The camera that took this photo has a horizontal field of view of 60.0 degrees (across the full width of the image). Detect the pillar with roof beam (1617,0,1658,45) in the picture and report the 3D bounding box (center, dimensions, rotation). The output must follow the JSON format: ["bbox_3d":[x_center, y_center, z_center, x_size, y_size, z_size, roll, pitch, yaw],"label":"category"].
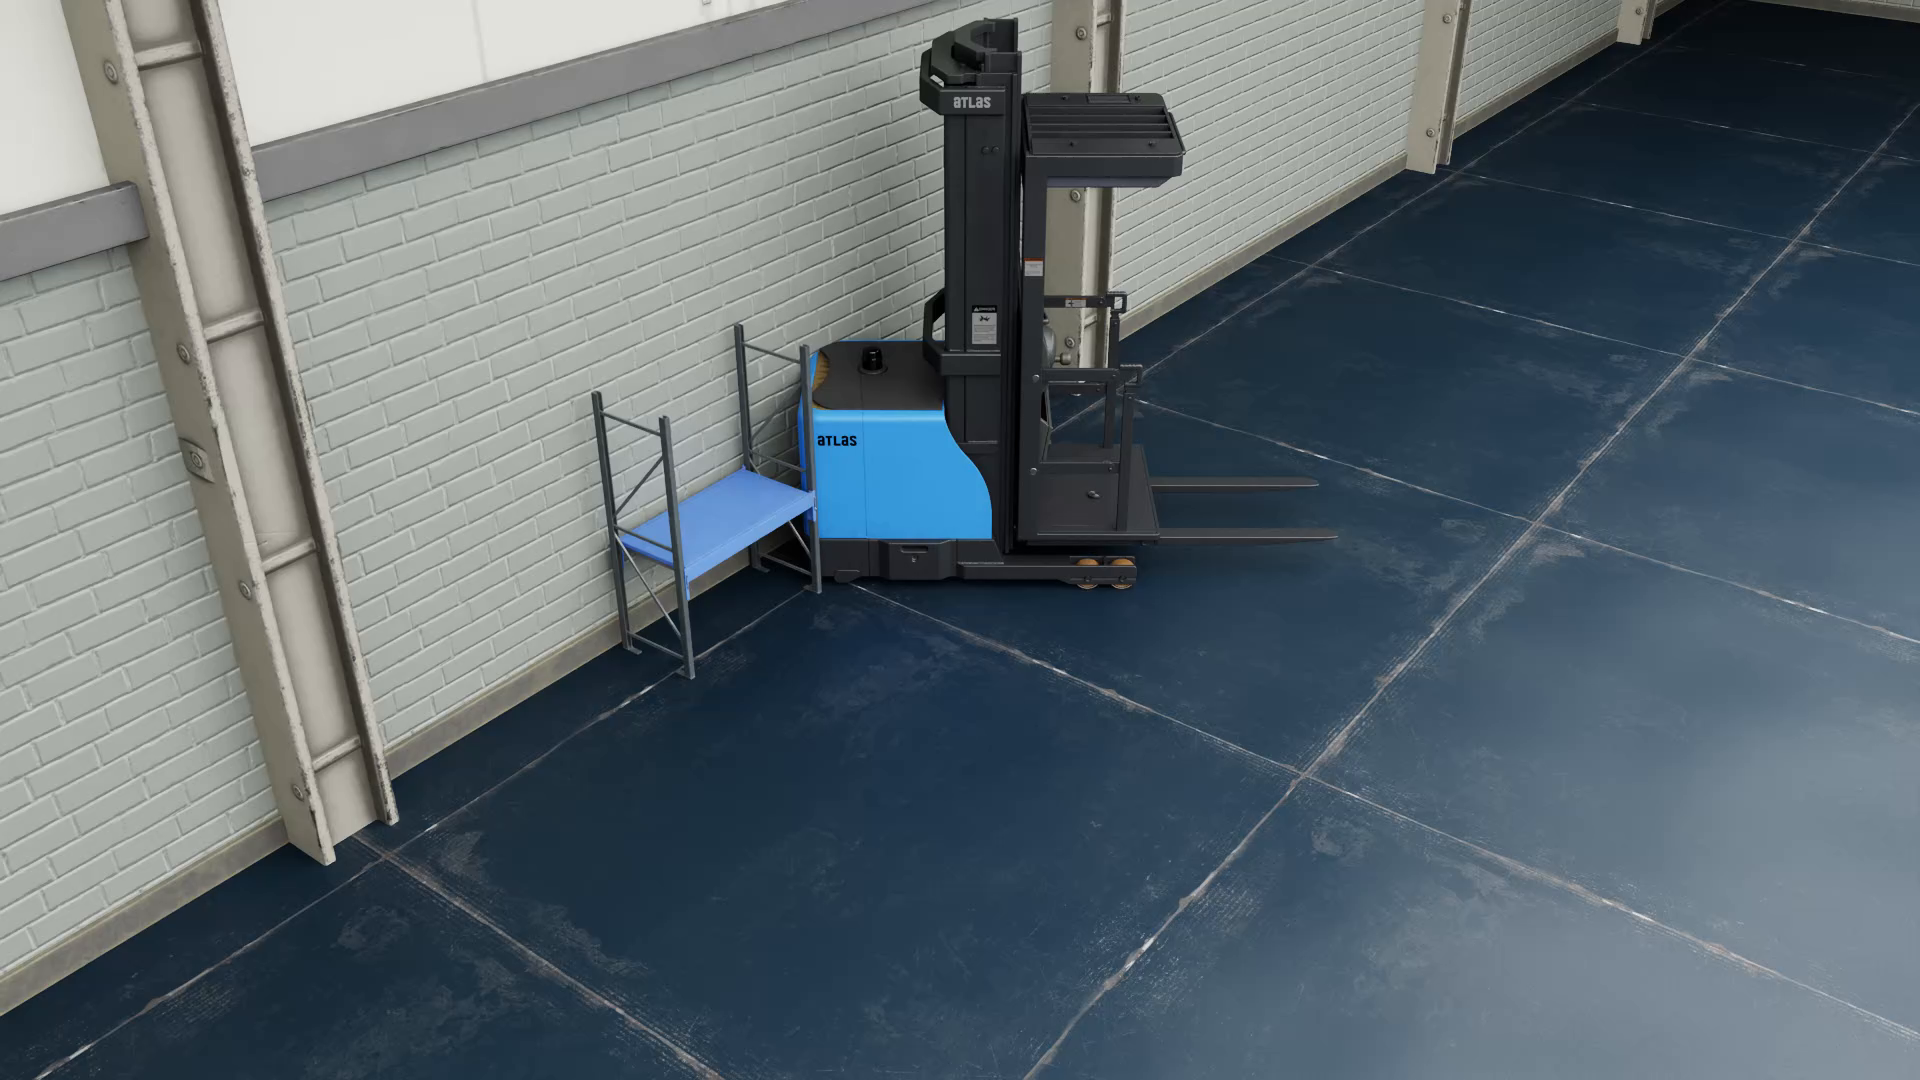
[{"bbox_3d":[11.484,-8.545,15.399,9.100,9.000,0.400,21,37,31],"label":"pillar with roof beam"}]

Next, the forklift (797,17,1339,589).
[{"bbox_3d":[0.630,-1.260,9.058,3.031,2.935,1.130,0,31,0],"label":"forklift"}]

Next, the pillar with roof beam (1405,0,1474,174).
[{"bbox_3d":[7.862,-6.106,11.284,9.100,9.000,0.400,21,37,31],"label":"pillar with roof beam"}]

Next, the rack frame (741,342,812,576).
[{"bbox_3d":[-0.986,-0.423,9.050,0.475,1.308,0.013,20,36,30],"label":"rack frame"}]

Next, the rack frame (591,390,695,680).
[{"bbox_3d":[-1.582,-0.003,8.341,0.500,1.500,0.032,20,36,30],"label":"rack frame"}]

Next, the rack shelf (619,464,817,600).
[{"bbox_3d":[-1.283,-0.058,8.786,0.538,0.185,1.000,20,36,30],"label":"rack shelf"}]

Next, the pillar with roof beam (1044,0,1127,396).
[{"bbox_3d":[4.240,-3.667,7.169,9.100,9.000,0.400,21,37,31],"label":"pillar with roof beam"}]

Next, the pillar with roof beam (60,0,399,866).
[{"bbox_3d":[0.619,-1.229,3.054,9.100,9.000,0.400,21,37,31],"label":"pillar with roof beam"}]

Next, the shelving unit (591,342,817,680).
[{"bbox_3d":[-1.286,-0.211,8.691,0.538,1.500,1.039,20,36,30],"label":"shelving unit"}]
